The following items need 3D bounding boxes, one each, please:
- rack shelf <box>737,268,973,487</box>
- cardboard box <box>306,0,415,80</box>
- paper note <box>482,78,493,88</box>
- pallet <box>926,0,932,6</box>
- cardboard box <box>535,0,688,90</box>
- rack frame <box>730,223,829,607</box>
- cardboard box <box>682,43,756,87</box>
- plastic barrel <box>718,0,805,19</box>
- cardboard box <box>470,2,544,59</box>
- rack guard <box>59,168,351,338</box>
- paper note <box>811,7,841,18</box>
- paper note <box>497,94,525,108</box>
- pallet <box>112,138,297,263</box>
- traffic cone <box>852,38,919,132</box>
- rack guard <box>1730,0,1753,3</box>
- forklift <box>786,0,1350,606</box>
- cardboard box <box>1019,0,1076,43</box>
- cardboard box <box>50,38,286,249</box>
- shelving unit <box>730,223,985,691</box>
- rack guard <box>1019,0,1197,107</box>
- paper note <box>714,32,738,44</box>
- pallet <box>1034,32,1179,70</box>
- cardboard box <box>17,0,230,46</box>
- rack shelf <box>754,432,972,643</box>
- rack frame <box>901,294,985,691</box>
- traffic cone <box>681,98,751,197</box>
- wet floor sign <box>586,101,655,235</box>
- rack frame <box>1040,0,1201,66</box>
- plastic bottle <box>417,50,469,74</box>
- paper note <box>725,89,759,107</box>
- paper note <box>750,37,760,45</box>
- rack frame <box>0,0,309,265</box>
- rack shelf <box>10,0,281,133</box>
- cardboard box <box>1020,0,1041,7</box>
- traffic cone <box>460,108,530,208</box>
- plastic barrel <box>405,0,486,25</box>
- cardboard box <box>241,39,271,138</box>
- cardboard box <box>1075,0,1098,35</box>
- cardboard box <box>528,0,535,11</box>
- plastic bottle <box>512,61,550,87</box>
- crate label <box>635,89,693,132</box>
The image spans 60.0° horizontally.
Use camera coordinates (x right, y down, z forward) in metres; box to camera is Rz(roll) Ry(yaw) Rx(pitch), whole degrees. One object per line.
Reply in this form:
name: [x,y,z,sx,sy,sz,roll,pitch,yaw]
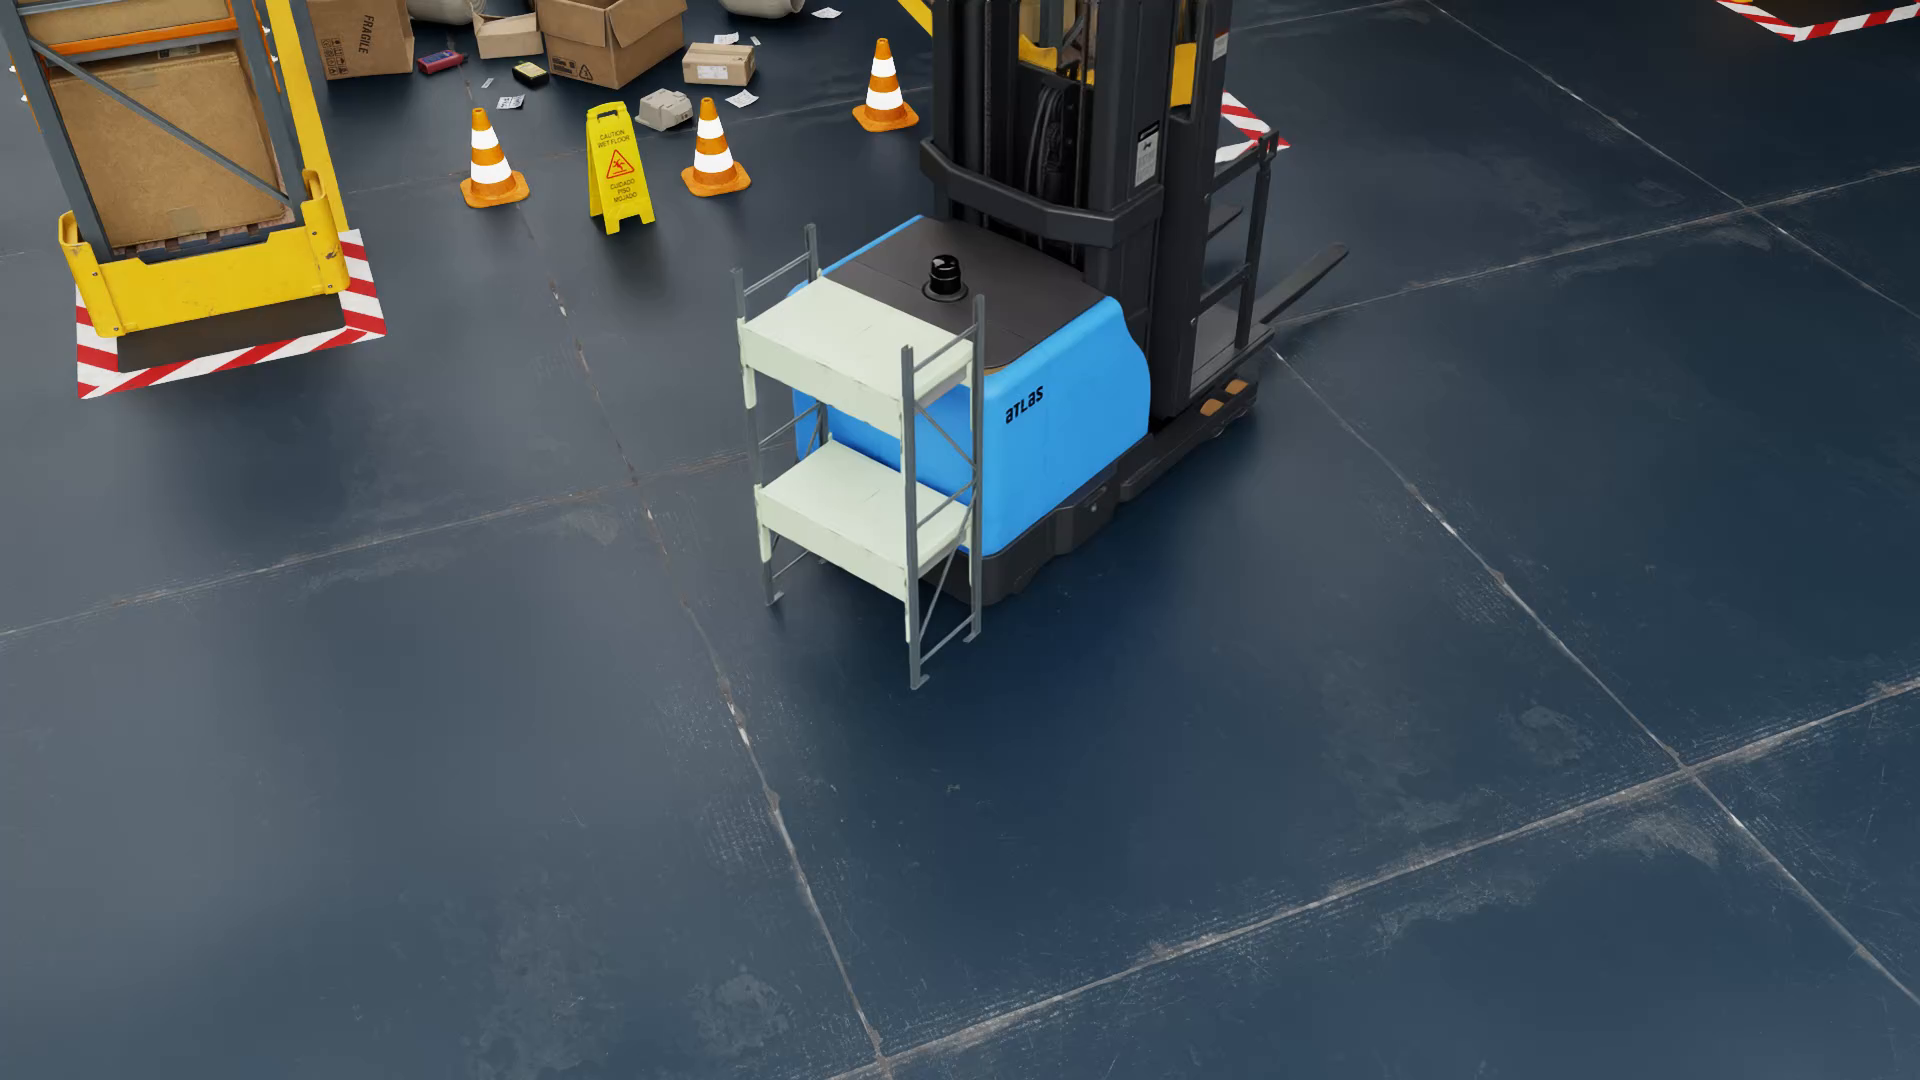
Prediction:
rack shelf: [-0.339,-0.564,5.657,0.720,0.370,0.431,27,48,28]
cardboard box: [-3.595,-3.127,10.001,0.500,0.500,0.500,-8,41,-9]
paper note: [-2.815,-2.723,9.909,0.032,0.001,0.123,5,41,6]
pallet: [0.157,-3.860,11.077,1.003,0.211,1.213,-15,43,-17]
cardboard box: [-2.084,-3.119,9.992,0.637,0.503,0.797,19,44,20]
rack frame: [-0.627,-0.415,6.082,0.023,1.500,0.400,27,48,28]
cardboard box: [-1.440,-2.844,9.943,0.380,0.149,0.250,5,41,6]
plastic barrel: [-1.261,-3.529,10.529,0.512,0.421,0.421,12,42,13]
cardboard box: [-2.778,-3.141,10.199,0.396,0.266,0.258,-8,41,-9]
rack guard: [-3.598,-1.381,7.973,1.175,0.500,0.348,-15,43,-17]
paper note: [-0.852,-3.382,10.659,0.142,0.019,0.148,-31,49,-31]
paper note: [-2.622,-2.560,9.705,0.144,0.017,0.142,-2,41,-2]
pallet: [-3.985,-1.748,8.621,1.003,0.211,1.213,-15,43,-17]
traffic cone: [-0.429,-2.615,9.436,0.336,0.463,0.334,-15,43,-17]
rack guard: [5.521,-3.918,10.922,1.175,0.500,0.348,-15,43,-17]
forklift: [0.664,-1.751,6.538,1.130,2.935,3.031,29,48,29]
cardboard box: [0.361,-3.190,9.946,0.500,0.250,0.500,-15,43,-17]
cardboard box: [-3.928,-2.089,8.187,0.875,0.875,0.875,-15,43,-17]
shelving unit: [-0.339,-0.268,5.911,0.755,1.500,0.431,27,48,28]
rack guard: [0.899,-2.737,9.550,1.175,0.500,0.348,-15,43,-17]
paper note: [-1.460,-3.131,10.377,0.148,0.019,0.142,-2,41,-2]
pallet: [0.620,-3.126,10.223,1.003,0.211,1.213,-15,43,-17]
cardboard box: [-3.791,-2.613,7.373,0.875,0.550,0.550,-15,43,-17]
rack shelf: [-0.339,-0.021,6.124,0.720,0.370,0.431,27,48,28]
rack frame: [-0.051,-0.120,5.740,0.023,1.500,0.400,27,48,28]
traffic cone: [-1.324,-2.133,8.876,0.336,0.463,0.334,-15,43,-17]
wet floor sign: [-1.767,-1.928,8.497,0.267,0.644,0.232,-23,46,-24]
rack frame: [0.928,-3.639,8.682,1.000,3.000,0.127,-15,43,-17]
plastic bottle: [-3.134,-2.910,10.087,0.283,0.061,0.133,-31,49,-31]
paper note: [-1.273,-2.587,9.734,0.148,0.019,0.142,-31,49,-31]
paper note: [-1.275,-3.111,10.360,0.032,0.001,0.123,-15,43,-17]
rack frame: [-3.607,-2.344,7.175,1.000,3.000,0.127,-15,43,-17]
rack shelf: [-4.372,-3.276,8.810,1.077,0.370,4.000,-15,43,-17]
cardboard box: [0.380,-3.458,9.682,0.500,0.500,0.500,-15,43,-17]
traffic cone: [-2.498,-2.056,8.786,0.336,0.463,0.334,-15,43,-17]
plastic barrel: [-3.286,-3.476,10.467,0.512,0.421,0.421,12,42,13]
cardboard box: [-4.266,-2.619,8.802,0.875,0.875,0.875,-16,43,-18]
cardboard box: [0.874,-3.311,10.087,0.500,0.250,0.500,-15,43,-17]
cardboard box: [-2.449,-3.732,10.600,0.797,0.637,0.503,-15,43,-17]
plastic bottle: [-2.589,-2.799,9.958,0.133,0.061,0.283,-31,49,-31]
crate label: [-1.682,-2.468,9.515,0.298,0.136,0.250,27,47,27]
